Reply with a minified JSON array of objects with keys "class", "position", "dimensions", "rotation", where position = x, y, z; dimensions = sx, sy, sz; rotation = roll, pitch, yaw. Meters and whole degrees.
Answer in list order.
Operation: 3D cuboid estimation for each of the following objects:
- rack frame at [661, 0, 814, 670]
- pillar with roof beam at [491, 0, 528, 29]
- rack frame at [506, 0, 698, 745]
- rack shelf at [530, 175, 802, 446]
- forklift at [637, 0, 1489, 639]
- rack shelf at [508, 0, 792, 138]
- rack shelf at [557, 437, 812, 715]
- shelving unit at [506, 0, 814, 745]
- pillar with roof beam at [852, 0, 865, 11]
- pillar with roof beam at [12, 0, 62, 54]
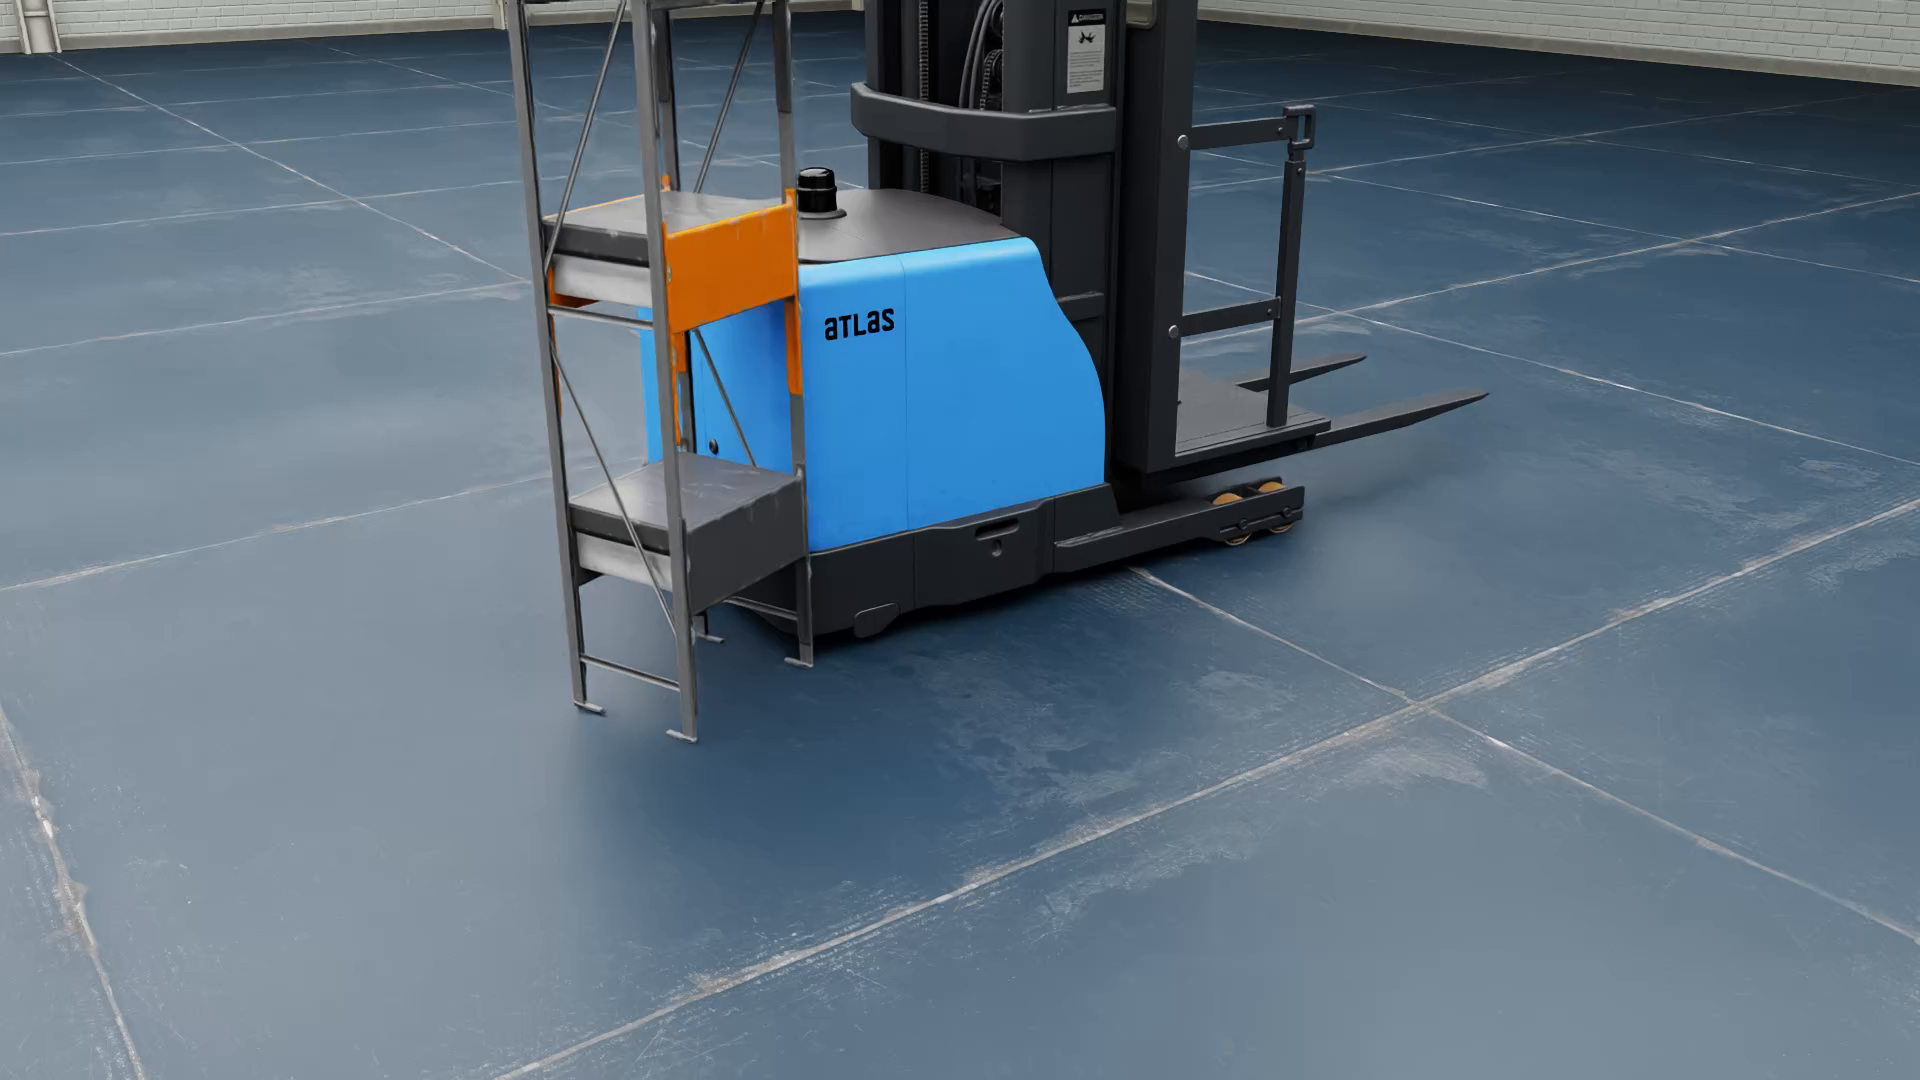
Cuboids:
[{"class":"rack frame","position":[-0.573,-0.663,4.222],"dimensions":[0.400,2.100,0.015],"rotation":[13,25,29]},{"class":"pillar with roof beam","position":[-3.872,-10.168,18.735],"dimensions":[0.400,9.000,9.100],"rotation":[-15,26,-33]},{"class":"rack frame","position":[-0.828,-0.508,3.836],"dimensions":[0.400,2.100,0.015],"rotation":[13,25,29]},{"class":"rack shelf","position":[-0.700,-0.573,4.034],"dimensions":[0.431,0.518,0.480],"rotation":[13,25,29]},{"class":"forklift","position":[0.522,-1.491,5.178],"dimensions":[3.031,2.935,1.130],"rotation":[-14,26,-31]},{"class":"rack shelf","position":[-0.701,-1.223,3.774],"dimensions":[0.431,0.518,0.480],"rotation":[13,25,29]},{"class":"rack shelf","position":[-0.700,0.077,4.295],"dimensions":[0.431,0.518,0.480],"rotation":[13,25,29]},{"class":"shelving unit","position":[-0.700,-0.585,4.029],"dimensions":[0.431,2.100,0.503],"rotation":[13,25,29]},{"class":"pillar with roof beam","position":[0.998,-11.466,21.990],"dimensions":[0.400,9.000,9.100],"rotation":[-15,26,-33]},{"class":"pillar with roof beam","position":[-8.743,-8.869,15.481],"dimensions":[0.400,9.000,9.100],"rotation":[-15,26,-33]}]
